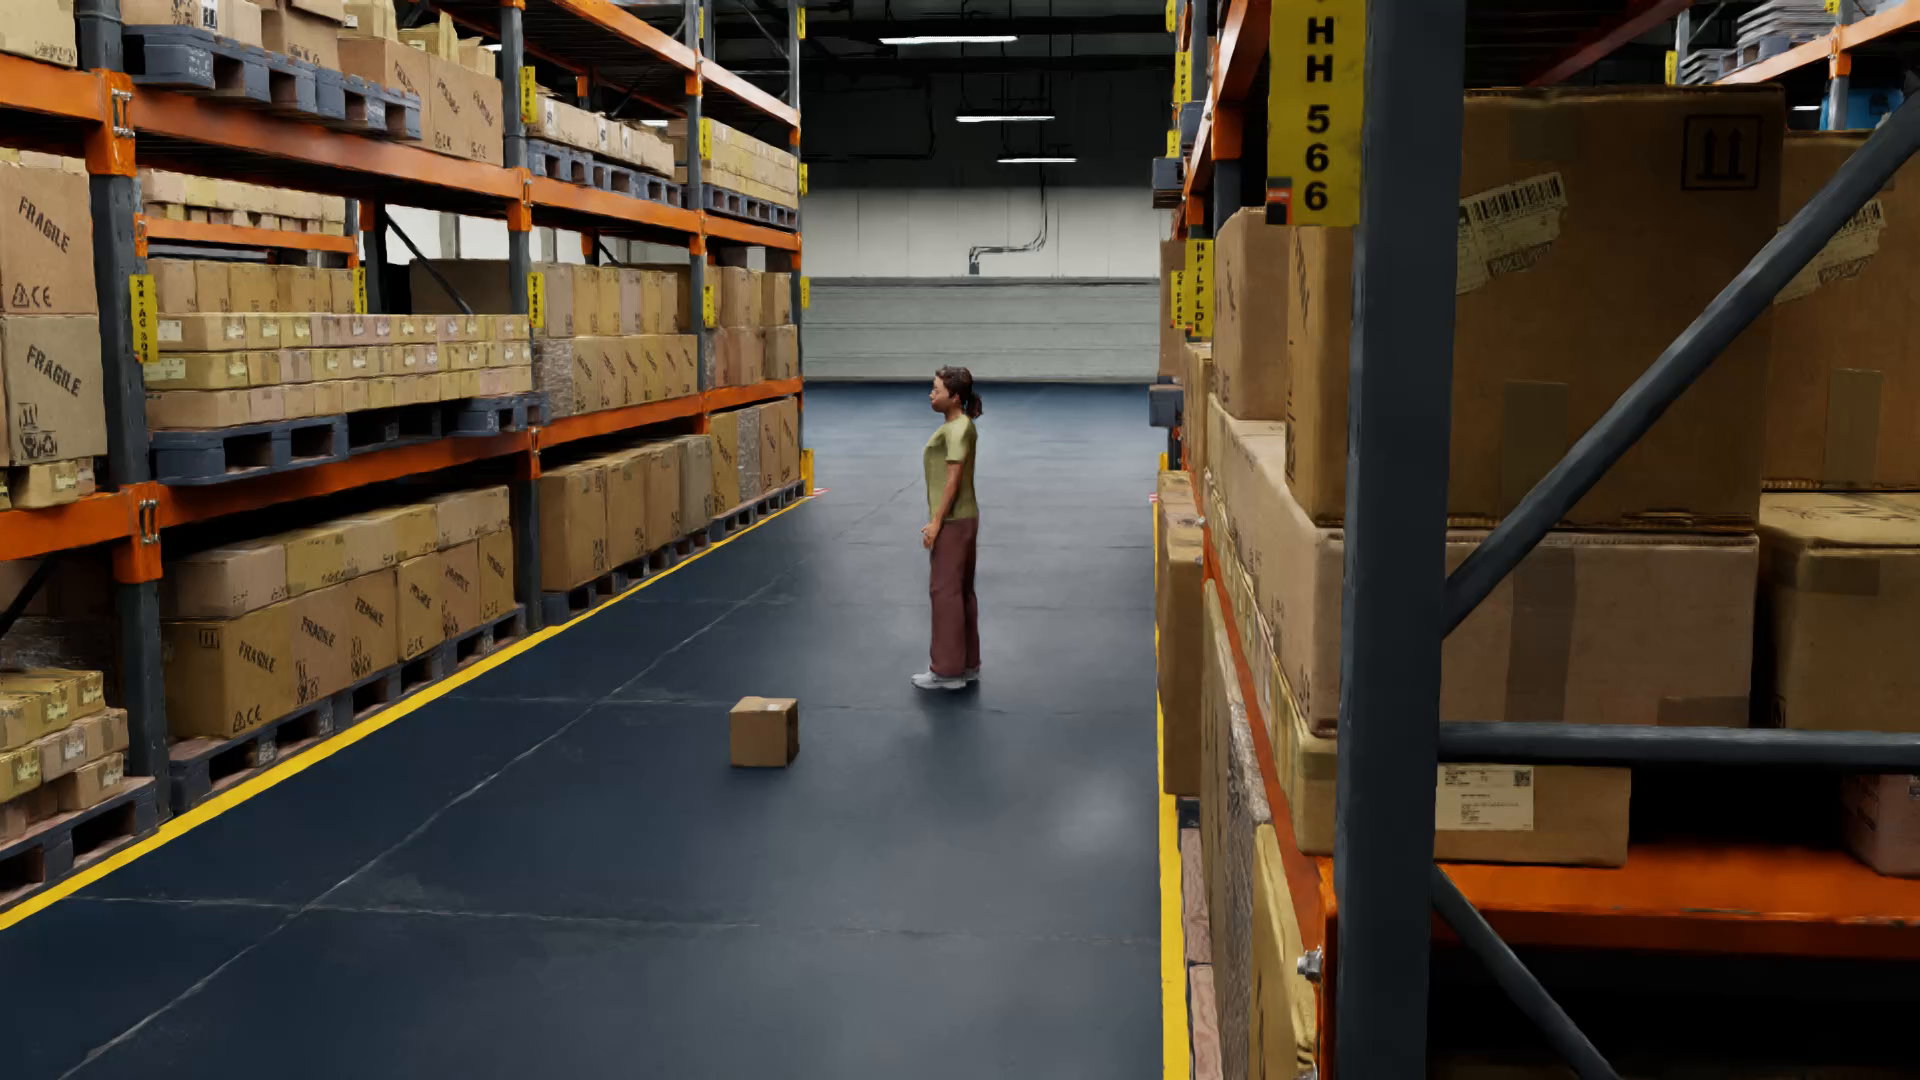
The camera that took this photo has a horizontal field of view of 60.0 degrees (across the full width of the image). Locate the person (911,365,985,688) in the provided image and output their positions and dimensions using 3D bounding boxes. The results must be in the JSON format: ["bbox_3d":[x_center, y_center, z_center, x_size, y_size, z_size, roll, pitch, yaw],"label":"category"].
[{"bbox_3d":[-0.072,-0.071,8.685,0.363,1.674,0.481,1,8,5],"label":"person"}]
